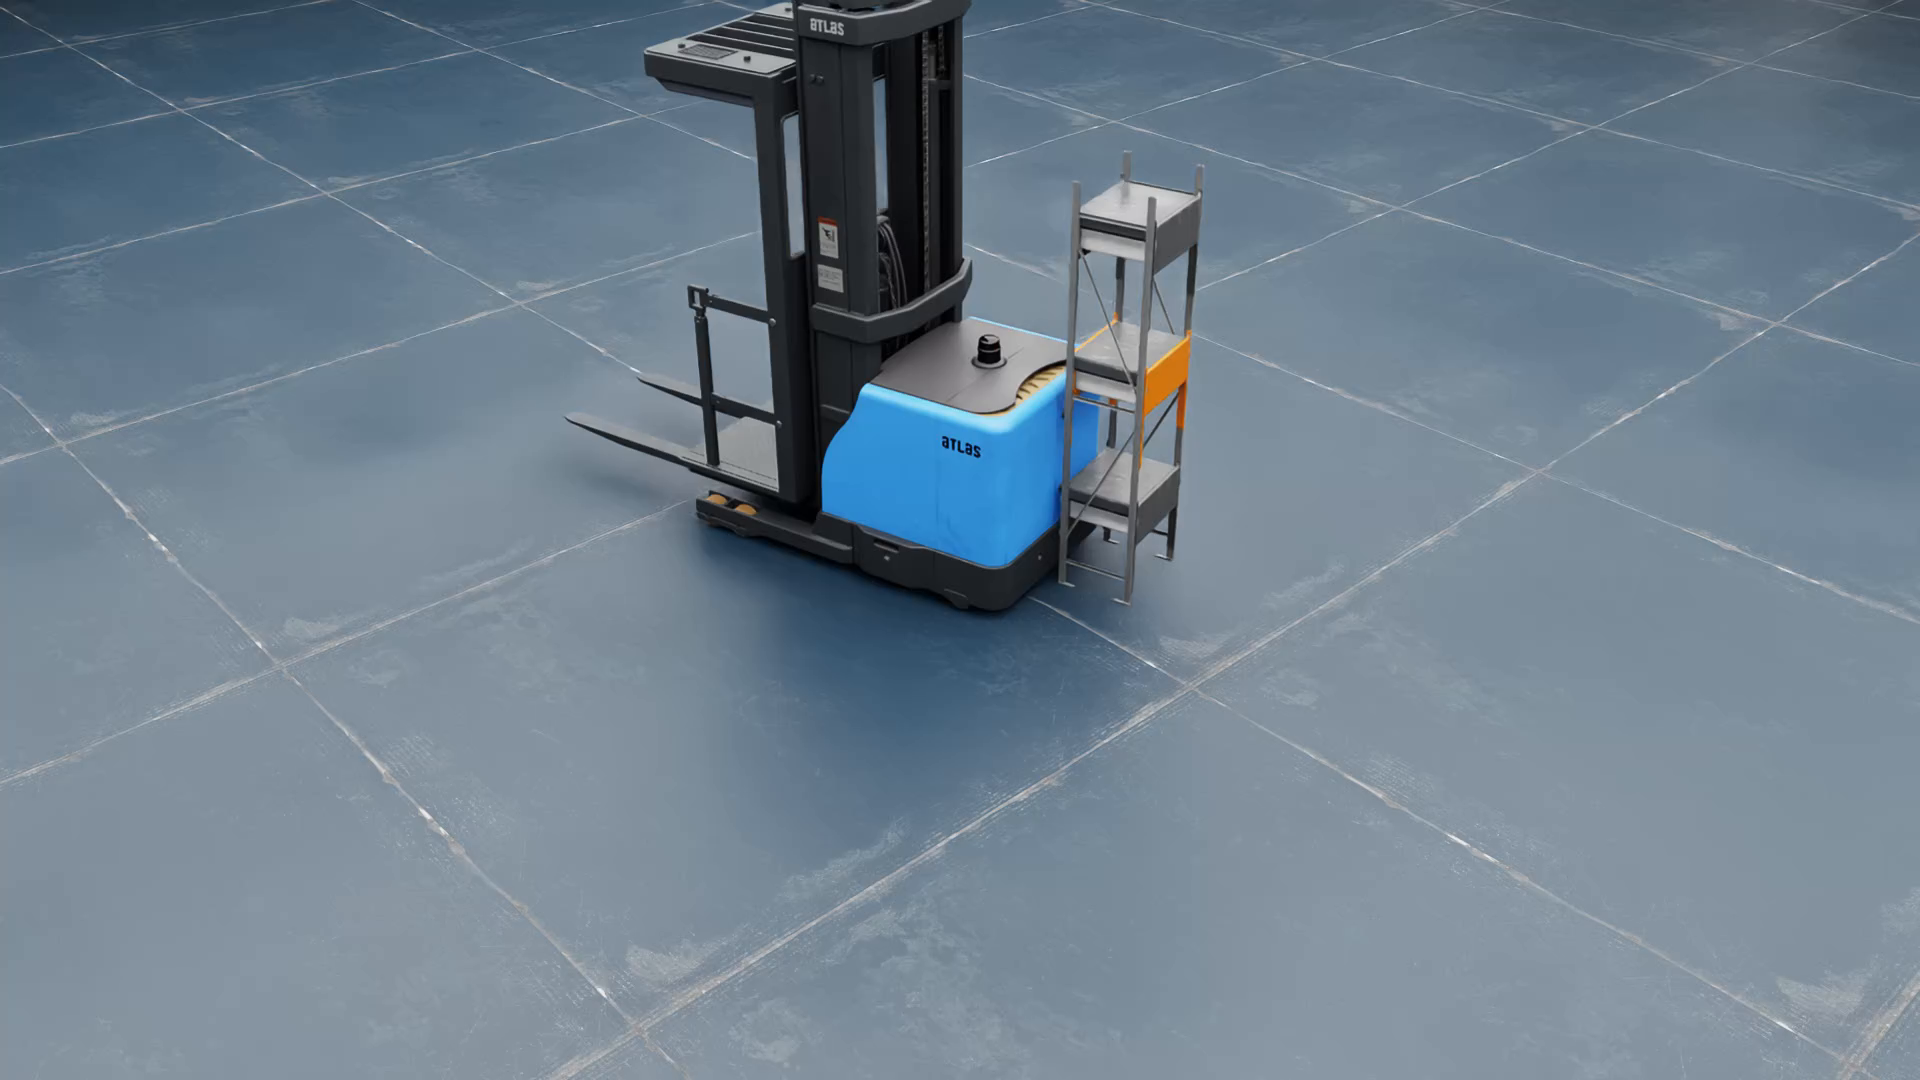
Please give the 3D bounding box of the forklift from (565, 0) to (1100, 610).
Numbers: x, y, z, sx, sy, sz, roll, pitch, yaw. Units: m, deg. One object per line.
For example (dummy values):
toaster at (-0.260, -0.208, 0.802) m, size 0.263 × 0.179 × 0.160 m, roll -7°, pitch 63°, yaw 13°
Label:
forklift at (-0.800, -1.483, 8.365) m, size 3.031 × 2.935 × 1.130 m, roll 18°, pitch 36°, yaw 27°

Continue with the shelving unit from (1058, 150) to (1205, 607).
shelving unit at (0.798, -0.733, 7.935) m, size 0.431 × 2.100 × 0.503 m, roll 18°, pitch 36°, yaw 27°

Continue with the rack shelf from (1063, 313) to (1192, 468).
rack shelf at (0.798, -0.721, 7.943) m, size 0.431 × 0.518 × 0.480 m, roll 18°, pitch 36°, yaw 27°

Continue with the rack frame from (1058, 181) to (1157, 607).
rack frame at (0.670, -0.624, 7.758) m, size 0.400 × 2.100 × 0.015 m, roll 18°, pitch 36°, yaw 27°

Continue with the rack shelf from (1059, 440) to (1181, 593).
rack shelf at (0.798, -0.124, 8.308) m, size 0.431 × 0.518 × 0.480 m, roll 18°, pitch 36°, yaw 27°

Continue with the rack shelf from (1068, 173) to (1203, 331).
rack shelf at (0.798, -1.318, 7.577) m, size 0.431 × 0.518 × 0.480 m, roll 18°, pitch 36°, yaw 27°

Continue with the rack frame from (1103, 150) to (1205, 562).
rack frame at (0.926, -0.841, 8.113) m, size 0.400 × 2.100 × 0.015 m, roll 18°, pitch 36°, yaw 27°
